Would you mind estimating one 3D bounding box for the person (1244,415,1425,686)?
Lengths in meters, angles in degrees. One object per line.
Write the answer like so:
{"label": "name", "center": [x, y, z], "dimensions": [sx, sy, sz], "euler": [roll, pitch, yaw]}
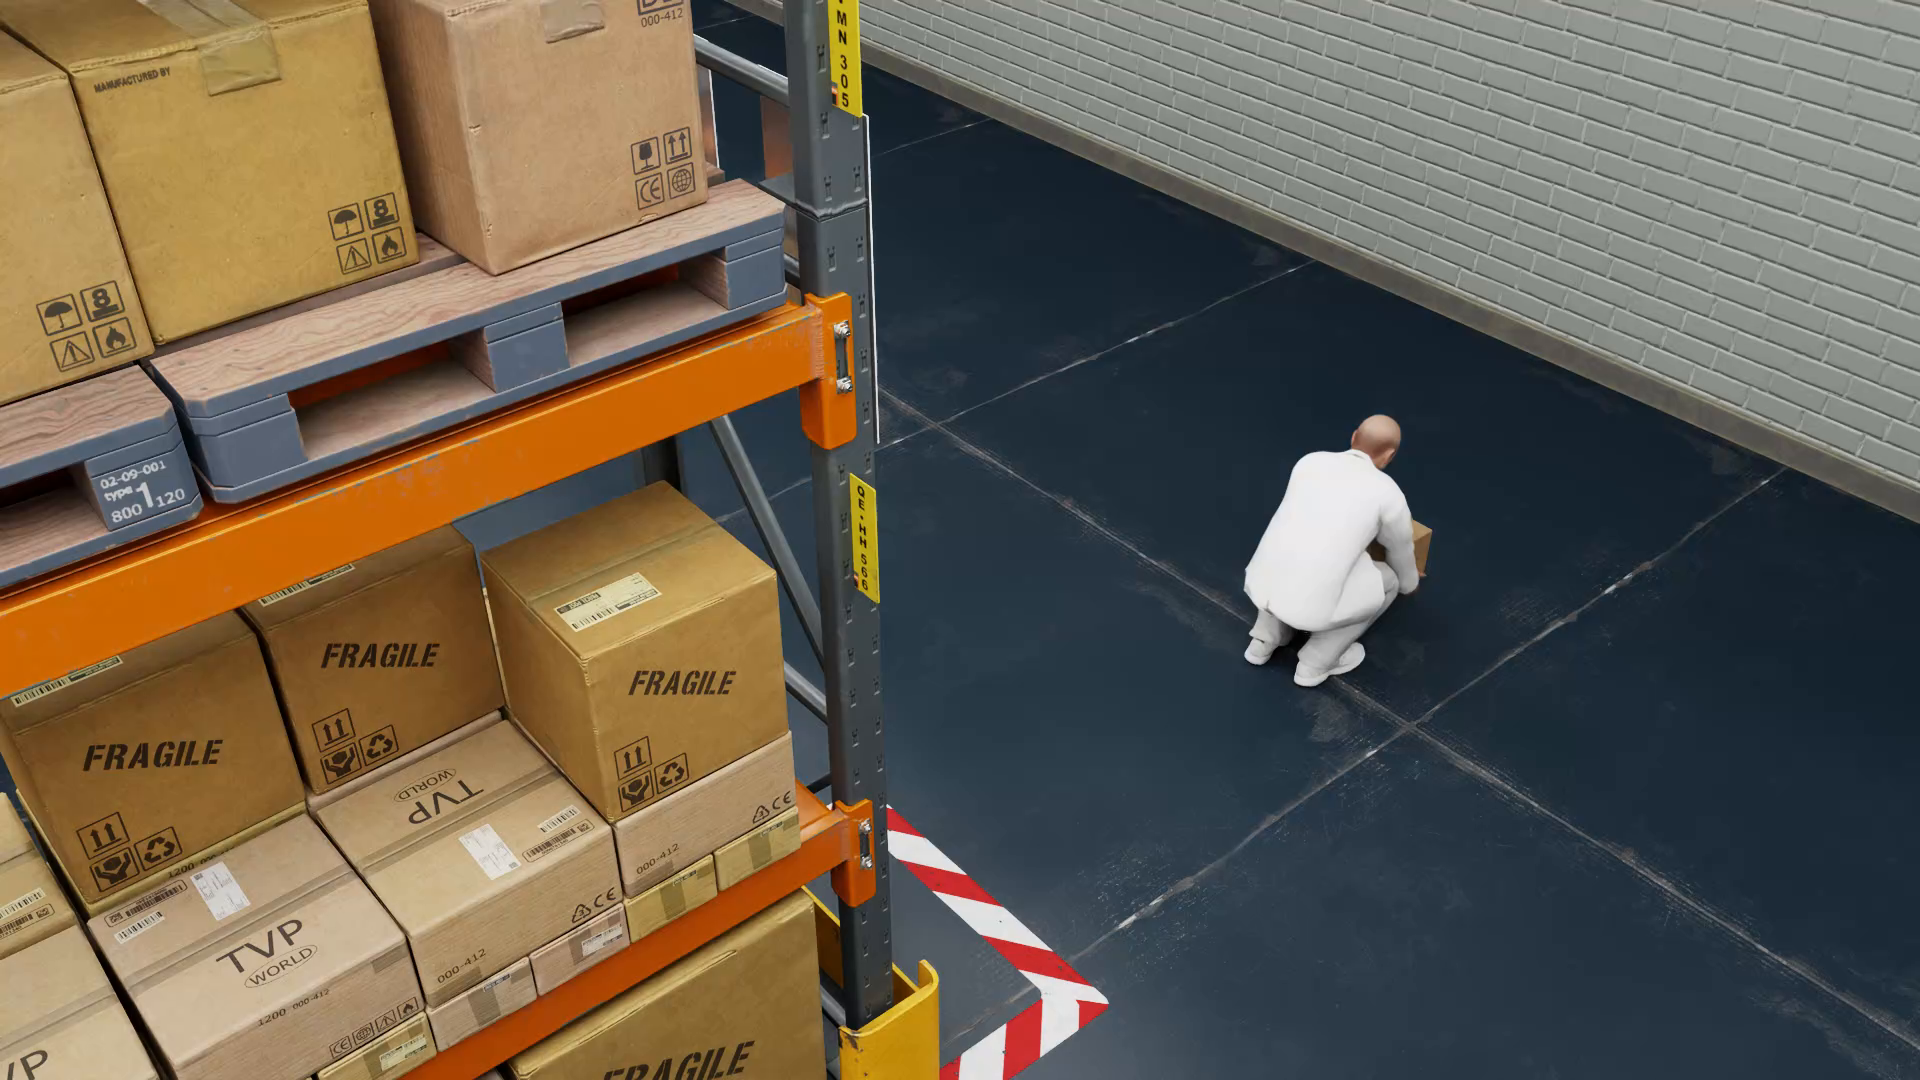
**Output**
{"label": "person", "center": [1.538, 0.045, 6.782], "dimensions": [0.915, 0.991, 0.580], "euler": [-27, 43, -32]}
